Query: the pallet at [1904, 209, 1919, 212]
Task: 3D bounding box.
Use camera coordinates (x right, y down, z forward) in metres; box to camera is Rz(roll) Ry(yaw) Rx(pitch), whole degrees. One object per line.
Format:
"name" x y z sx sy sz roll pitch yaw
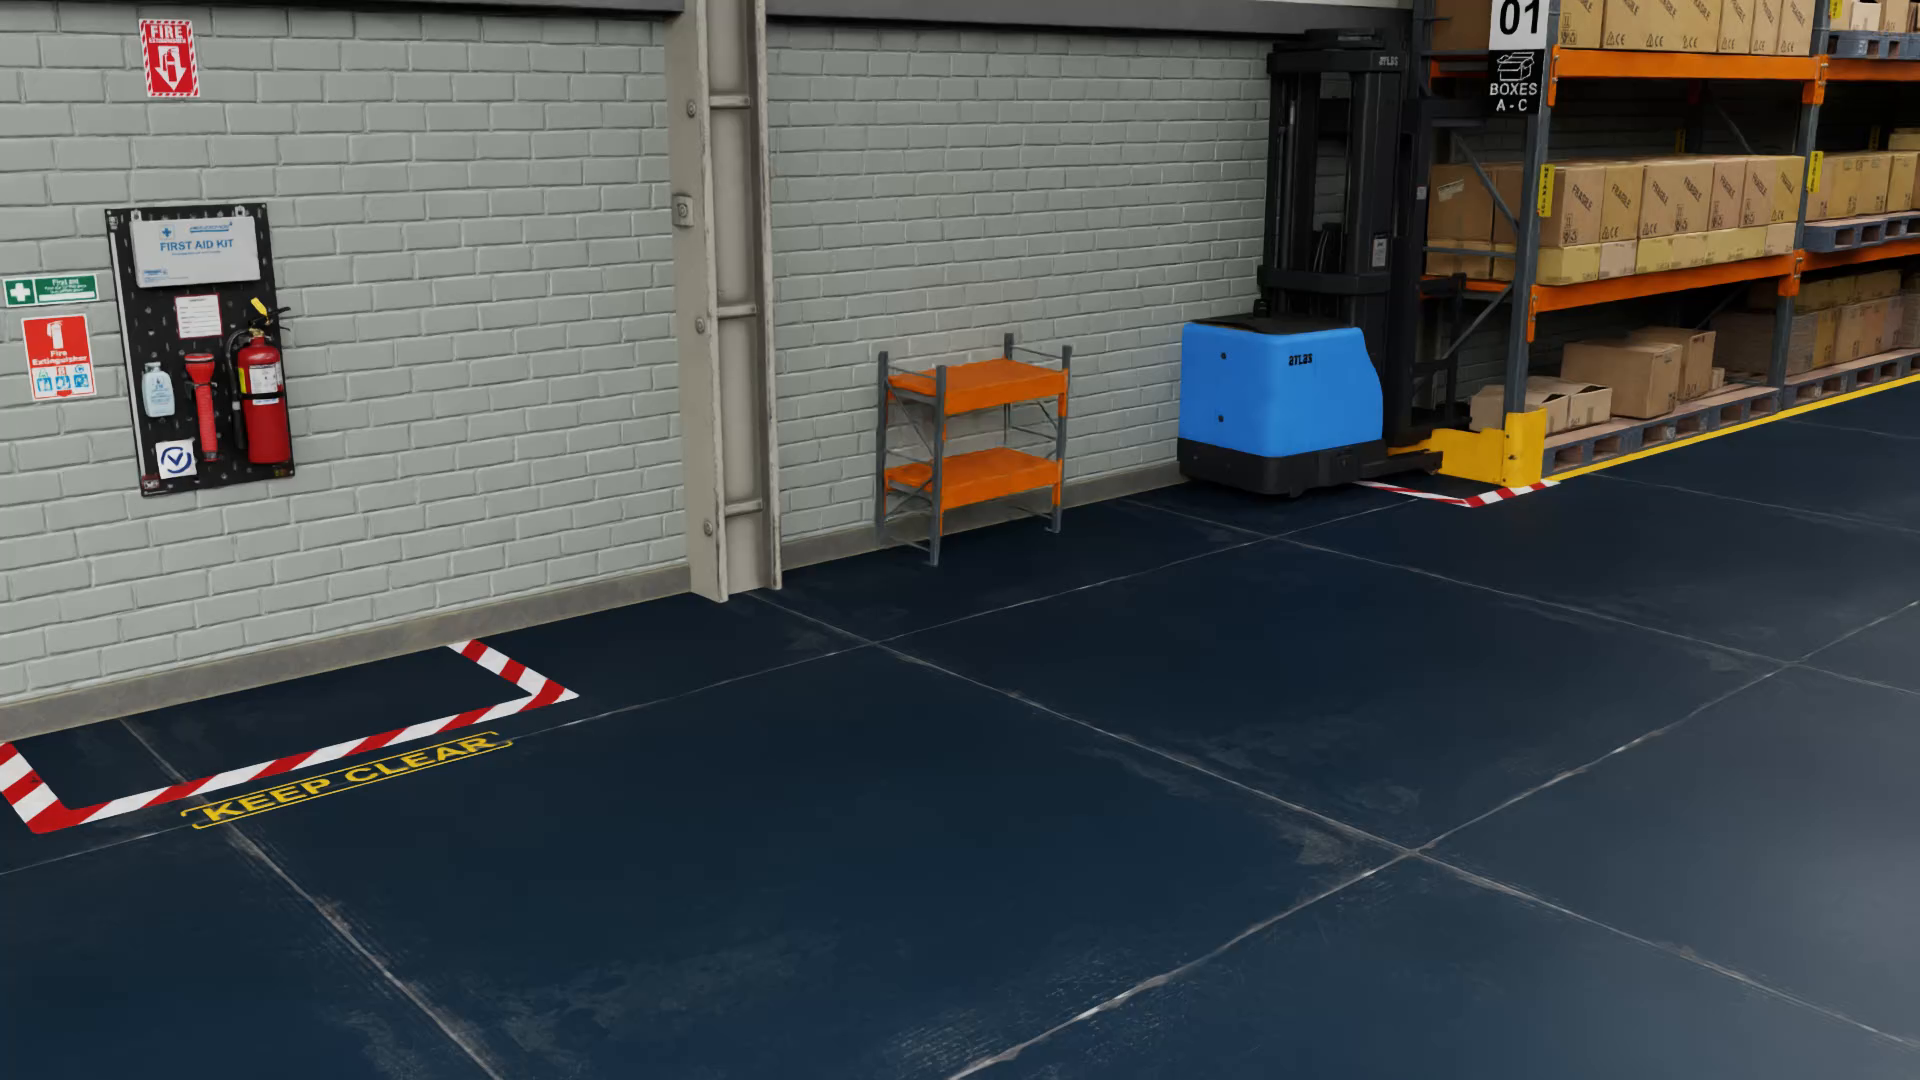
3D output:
"pallet" 8.947 -3.041 15.692 1.003 0.211 1.213 -13 19 -39

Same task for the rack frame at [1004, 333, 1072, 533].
"rack frame" 0.433 -0.637 9.899 0.500 1.125 0.032 19 24 42

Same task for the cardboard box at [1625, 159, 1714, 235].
"cardboard box" 5.092 -2.499 12.093 0.500 0.500 0.500 -12 19 -38

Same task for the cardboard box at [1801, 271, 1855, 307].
"cardboard box" 7.662 -2.256 14.923 0.500 0.250 0.500 -13 20 -41

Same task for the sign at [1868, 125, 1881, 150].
"sign" 9.048 -3.942 16.450 0.005 0.325 0.100 -13 19 -39

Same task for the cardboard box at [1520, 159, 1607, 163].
"cardboard box" 4.369 -2.512 12.140 0.500 0.500 0.500 -13 20 -41

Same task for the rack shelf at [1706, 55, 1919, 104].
"rack shelf" 7.906 -4.038 14.634 4.000 0.370 1.077 -13 19 -39

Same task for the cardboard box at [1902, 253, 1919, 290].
"cardboard box" 10.056 -2.538 16.791 0.750 0.750 0.750 -13 20 -40

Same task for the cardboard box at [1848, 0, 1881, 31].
"cardboard box" 7.327 -4.387 13.910 0.500 0.311 0.500 -12 19 -38

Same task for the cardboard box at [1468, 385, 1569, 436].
"cardboard box" 3.961 -0.933 11.787 0.500 0.311 0.500 13 20 41

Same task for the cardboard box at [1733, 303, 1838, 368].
"cardboard box" 7.299 -1.827 14.769 0.500 0.500 0.700 -13 20 -40

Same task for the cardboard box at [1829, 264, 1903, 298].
"cardboard box" 8.435 -2.425 15.556 0.500 0.250 0.500 -12 19 -38

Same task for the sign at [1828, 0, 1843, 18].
"sign" 6.759 -4.192 12.816 0.005 0.325 0.100 -13 19 -39

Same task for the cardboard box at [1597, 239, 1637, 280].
"cardboard box" 4.339 -1.968 11.558 0.500 0.250 0.500 -13 20 -41

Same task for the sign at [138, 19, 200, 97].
"sign" -3.147 -1.917 6.622 0.199 0.298 0.001 -13 19 -39

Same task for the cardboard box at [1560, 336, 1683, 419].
"cardboard box" 4.977 -1.235 12.553 0.500 0.500 0.700 -14 21 -43

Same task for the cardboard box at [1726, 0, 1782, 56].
"cardboard box" 5.789 -3.887 12.446 0.500 0.500 0.500 14 20 42

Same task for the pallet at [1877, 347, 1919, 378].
"pallet" 8.825 -1.795 16.062 1.213 0.211 1.003 -13 19 -39

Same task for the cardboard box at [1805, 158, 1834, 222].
"cardboard box" 6.804 -2.938 13.889 0.500 0.500 0.700 -13 19 -39

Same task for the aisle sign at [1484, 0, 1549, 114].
"aisle sign" 3.523 -3.105 10.524 0.004 0.787 0.394 -13 19 -39

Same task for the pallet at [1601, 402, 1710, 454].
"pallet" 4.993 -0.921 12.791 1.213 0.211 1.003 -13 19 -39

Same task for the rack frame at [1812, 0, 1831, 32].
"rack frame" 6.397 -5.495 12.886 0.127 3.000 1.000 -13 19 -39

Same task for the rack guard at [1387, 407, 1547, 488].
"rack guard" 3.437 -0.725 11.494 0.348 0.500 1.175 -13 19 -39

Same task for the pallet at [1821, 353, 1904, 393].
"pallet" 7.905 -1.590 15.293 1.213 0.211 1.003 -13 19 -39

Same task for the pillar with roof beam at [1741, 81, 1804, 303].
"pillar with roof beam" 10.692 -5.283 12.091 0.400 9.000 9.100 -13 19 -39

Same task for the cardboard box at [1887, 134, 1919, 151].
"cardboard box" 8.941 -3.727 15.588 0.380 0.149 0.250 12 19 38

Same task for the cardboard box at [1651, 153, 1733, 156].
"cardboard box" 5.906 -2.858 13.434 0.500 0.500 0.500 -13 20 -41

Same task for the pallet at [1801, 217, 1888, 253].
"pallet" 7.070 -2.606 14.064 1.213 0.211 1.003 -13 19 -39

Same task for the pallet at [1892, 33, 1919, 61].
"pallet" 7.714 -4.216 14.271 1.003 0.211 1.213 -13 19 -39

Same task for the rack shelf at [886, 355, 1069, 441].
"rack shelf" 0.087 -0.822 9.463 0.538 0.278 1.000 19 24 42

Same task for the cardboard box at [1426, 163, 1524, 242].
"cardboard box" 3.596 -2.340 11.497 0.500 0.500 0.500 -13 20 -40

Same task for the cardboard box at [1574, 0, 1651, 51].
"cardboard box" 4.225 -3.519 11.065 0.500 0.500 0.500 -11 19 -36

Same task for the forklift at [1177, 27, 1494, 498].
"forklift" 2.866 -1.964 11.421 3.031 2.935 1.130 -11 18 -35

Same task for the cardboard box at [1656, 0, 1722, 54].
"cardboard box" 5.004 -3.702 11.753 0.500 0.500 0.500 -11 19 -36

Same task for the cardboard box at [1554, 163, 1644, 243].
"cardboard box" 4.317 -2.323 11.433 0.500 0.500 0.500 -13 19 -39

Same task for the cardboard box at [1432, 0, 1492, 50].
"cardboard box" 3.529 -3.547 11.170 0.500 0.500 0.500 -11 18 -35

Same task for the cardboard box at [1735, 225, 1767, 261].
"cardboard box" 5.858 -2.312 12.846 0.500 0.250 0.500 -13 19 -39

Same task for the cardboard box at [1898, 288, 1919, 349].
"cardboard box" 8.906 -2.147 15.968 0.500 0.500 0.700 -12 19 -39

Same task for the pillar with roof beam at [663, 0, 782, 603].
"pillar with roof beam" 1.640 -3.250 4.481 0.400 9.000 9.100 -13 19 -39

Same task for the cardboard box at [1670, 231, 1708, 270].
"cardboard box" 5.110 -2.139 12.196 0.500 0.250 0.500 -12 19 -39

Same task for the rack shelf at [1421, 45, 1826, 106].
"rack shelf" 4.889 -3.360 12.098 4.000 0.370 1.077 -13 19 -39

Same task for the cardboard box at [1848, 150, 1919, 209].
"cardboard box" 8.663 -3.354 15.448 0.700 0.500 0.500 14 20 42

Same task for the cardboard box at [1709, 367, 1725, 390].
"cardboard box" 6.014 -1.344 13.608 0.380 0.166 0.250 13 20 40

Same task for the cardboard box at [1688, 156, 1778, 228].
"cardboard box" 5.871 -2.671 12.734 0.500 0.500 0.500 -13 20 -40

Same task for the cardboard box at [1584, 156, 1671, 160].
"cardboard box" 5.134 -2.687 12.797 0.500 0.500 0.500 -12 19 -38

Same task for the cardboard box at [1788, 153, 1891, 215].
"cardboard box" 7.706 -3.148 14.678 0.500 0.500 0.700 -10 18 -32

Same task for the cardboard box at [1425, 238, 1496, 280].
"cardboard box" 3.605 -1.974 11.578 0.500 0.250 0.500 -12 19 -39

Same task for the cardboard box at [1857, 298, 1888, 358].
"cardboard box" 8.085 -1.993 15.391 0.500 0.500 0.700 -13 20 -40

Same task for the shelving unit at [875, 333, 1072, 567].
"shelving unit" 0.075 -0.543 9.550 0.538 1.125 1.048 19 24 42

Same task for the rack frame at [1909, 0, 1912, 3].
"rack frame" 9.415 -6.173 15.423 0.127 3.000 1.000 -13 19 -39

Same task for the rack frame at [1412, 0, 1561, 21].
"rack frame" 3.380 -4.818 10.349 0.127 3.000 1.000 -13 19 -39

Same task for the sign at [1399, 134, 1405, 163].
"sign" 3.031 -2.743 11.351 0.005 0.325 0.100 -13 19 -39

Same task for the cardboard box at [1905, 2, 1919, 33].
"cardboard box" 8.376 -4.582 15.040 0.637 0.503 0.797 -9 18 -32
